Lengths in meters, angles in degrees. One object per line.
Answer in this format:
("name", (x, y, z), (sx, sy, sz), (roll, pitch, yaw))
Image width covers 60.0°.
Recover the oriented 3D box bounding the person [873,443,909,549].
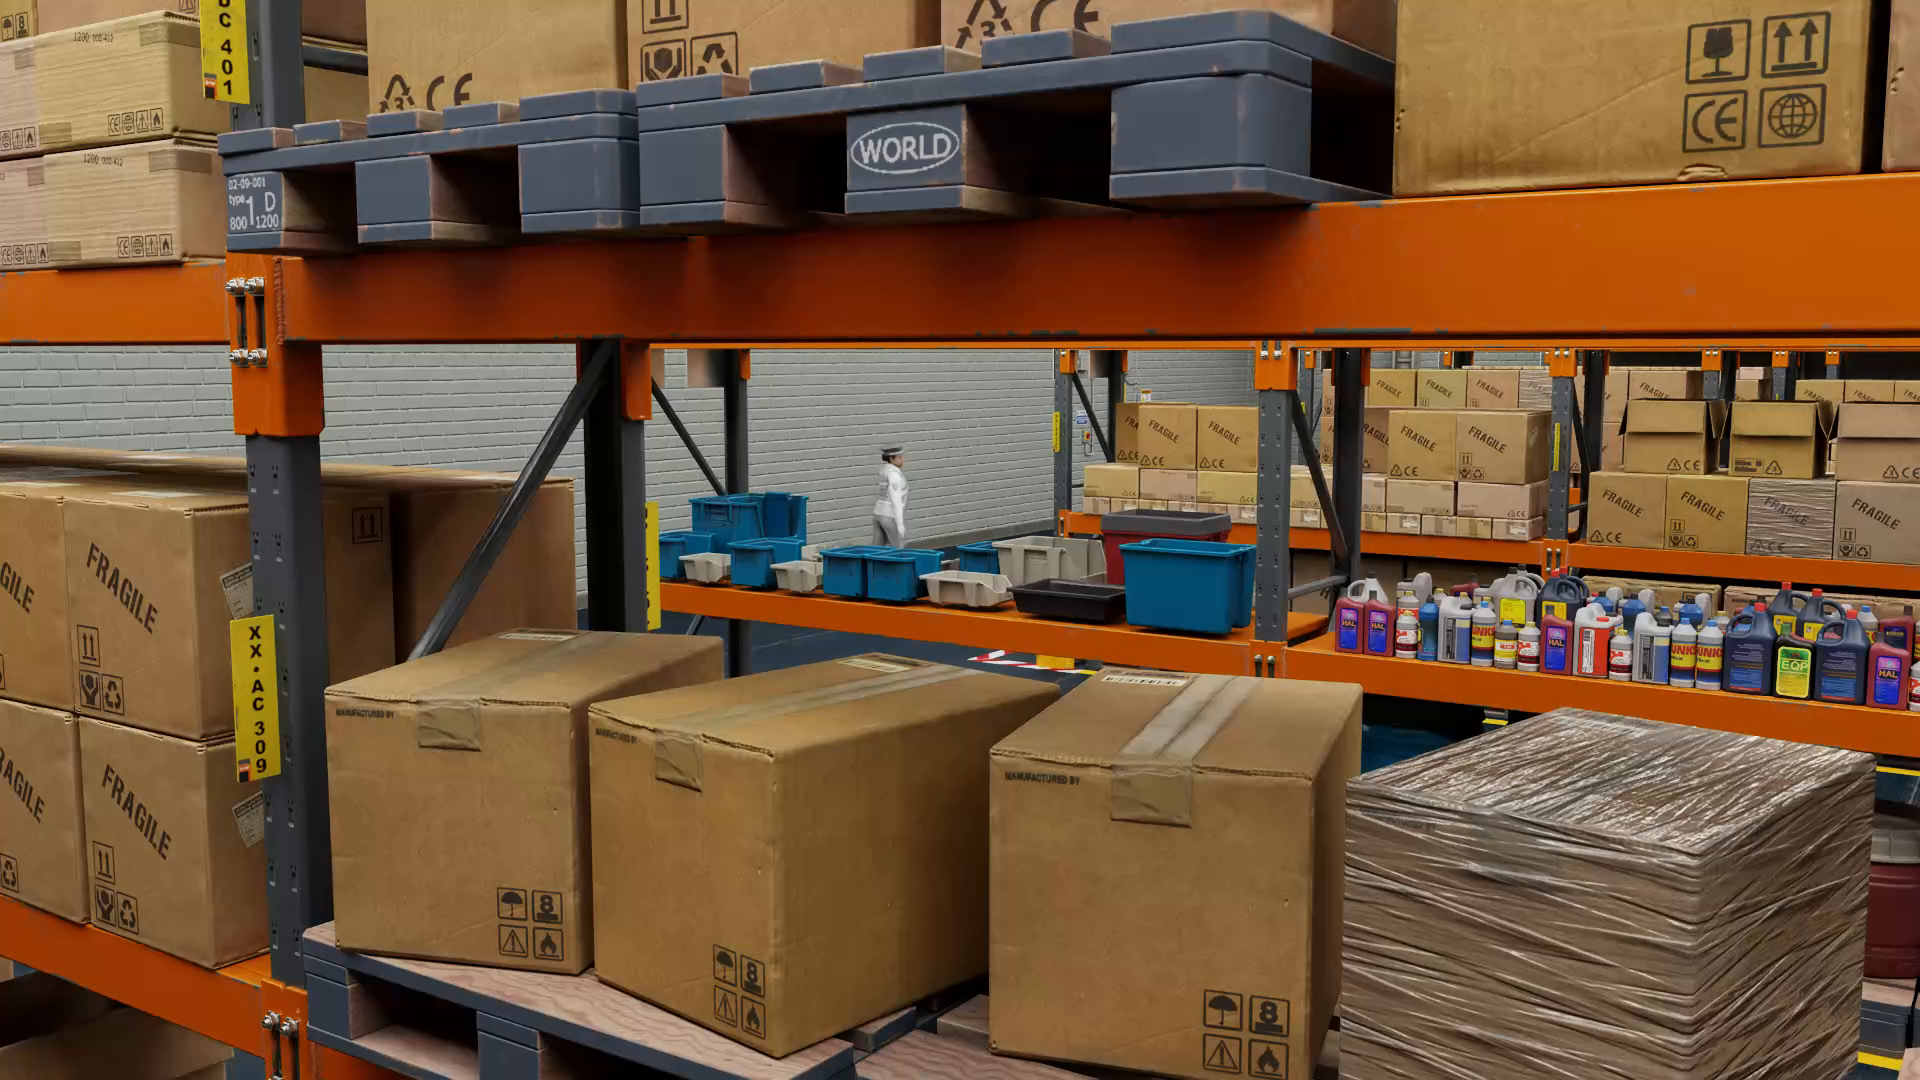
("person", (-0.702, -0.194, 17.523), (0.579, 1.655, 0.538), (-3, 7, -27))
